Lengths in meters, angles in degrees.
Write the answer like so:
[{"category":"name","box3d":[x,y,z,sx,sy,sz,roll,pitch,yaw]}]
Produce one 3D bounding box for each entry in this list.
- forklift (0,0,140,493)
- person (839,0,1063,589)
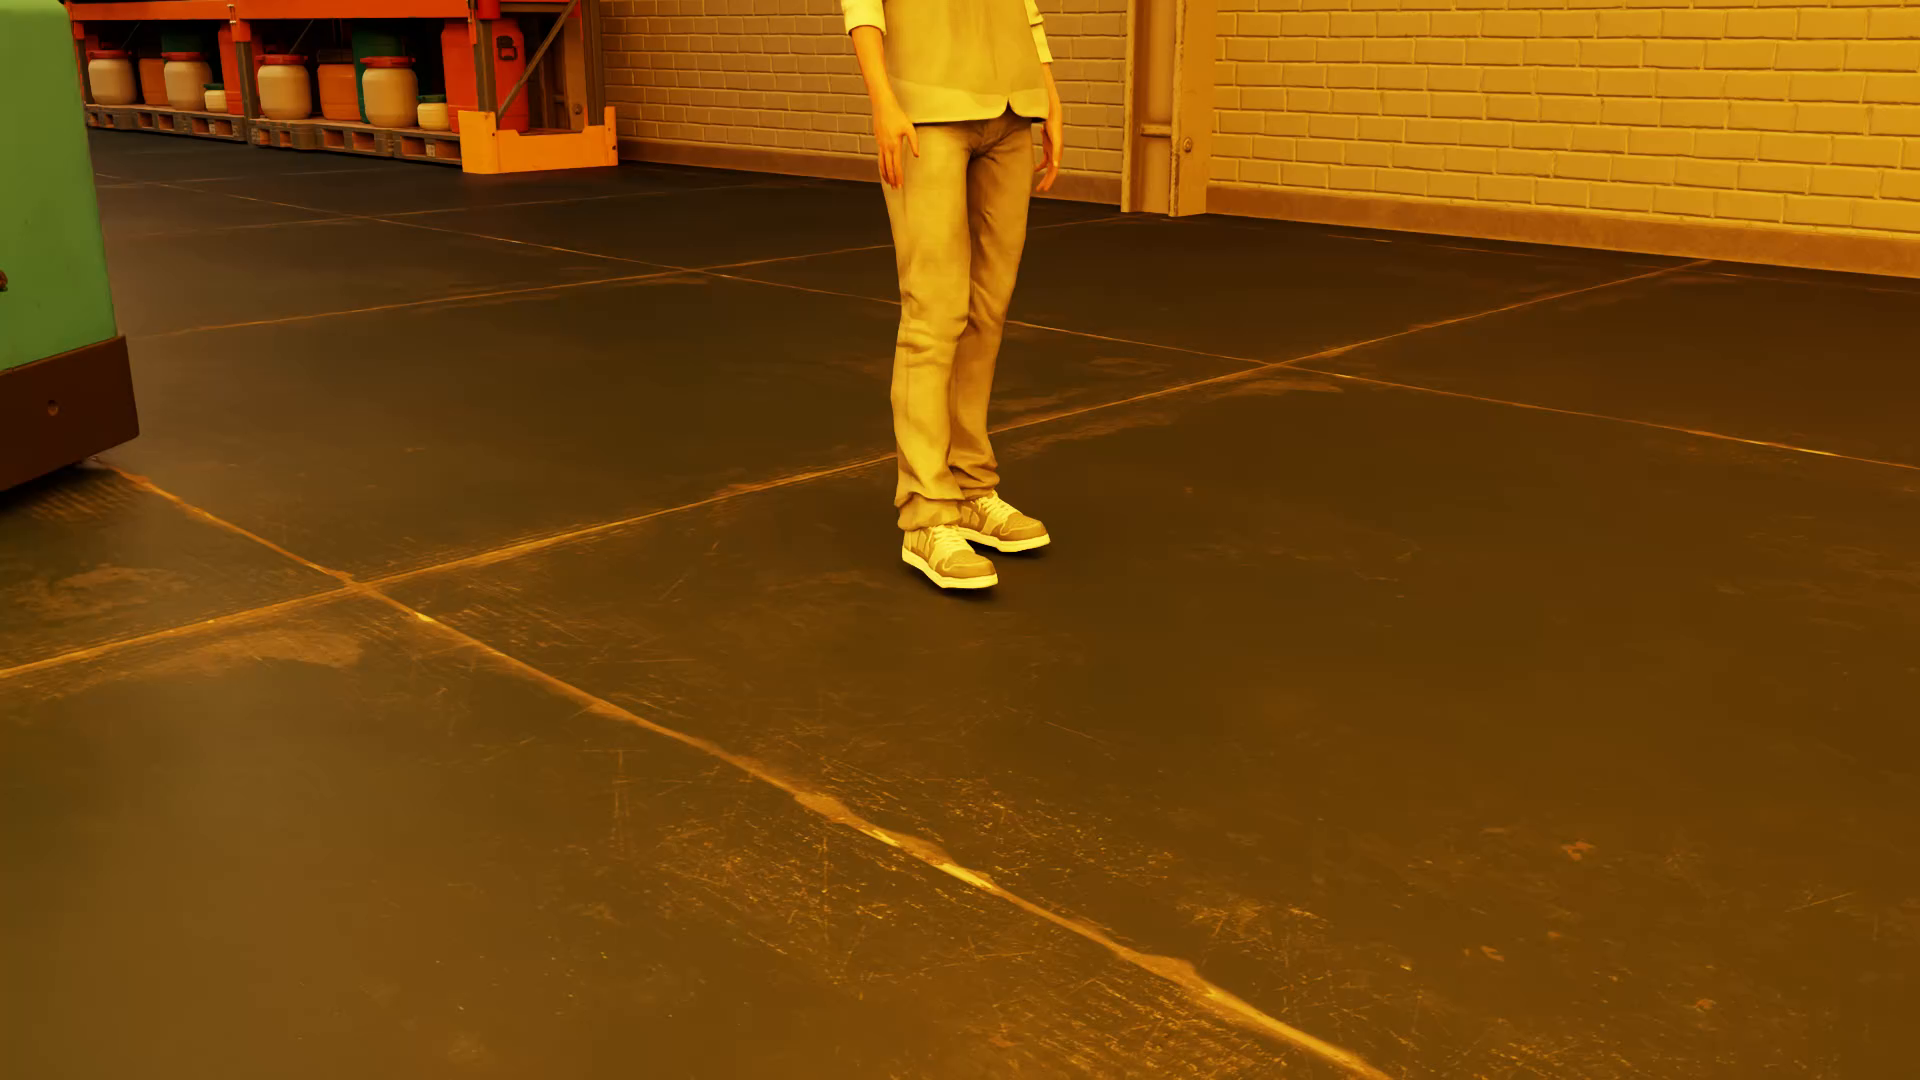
[{"category":"forklift","box3d":[-3.500,-1.494,3.267,3.031,2.935,1.130,2,17,6]},{"category":"person","box3d":[0.044,-0.751,3.098,0.472,1.599,0.521,16,23,42]}]
